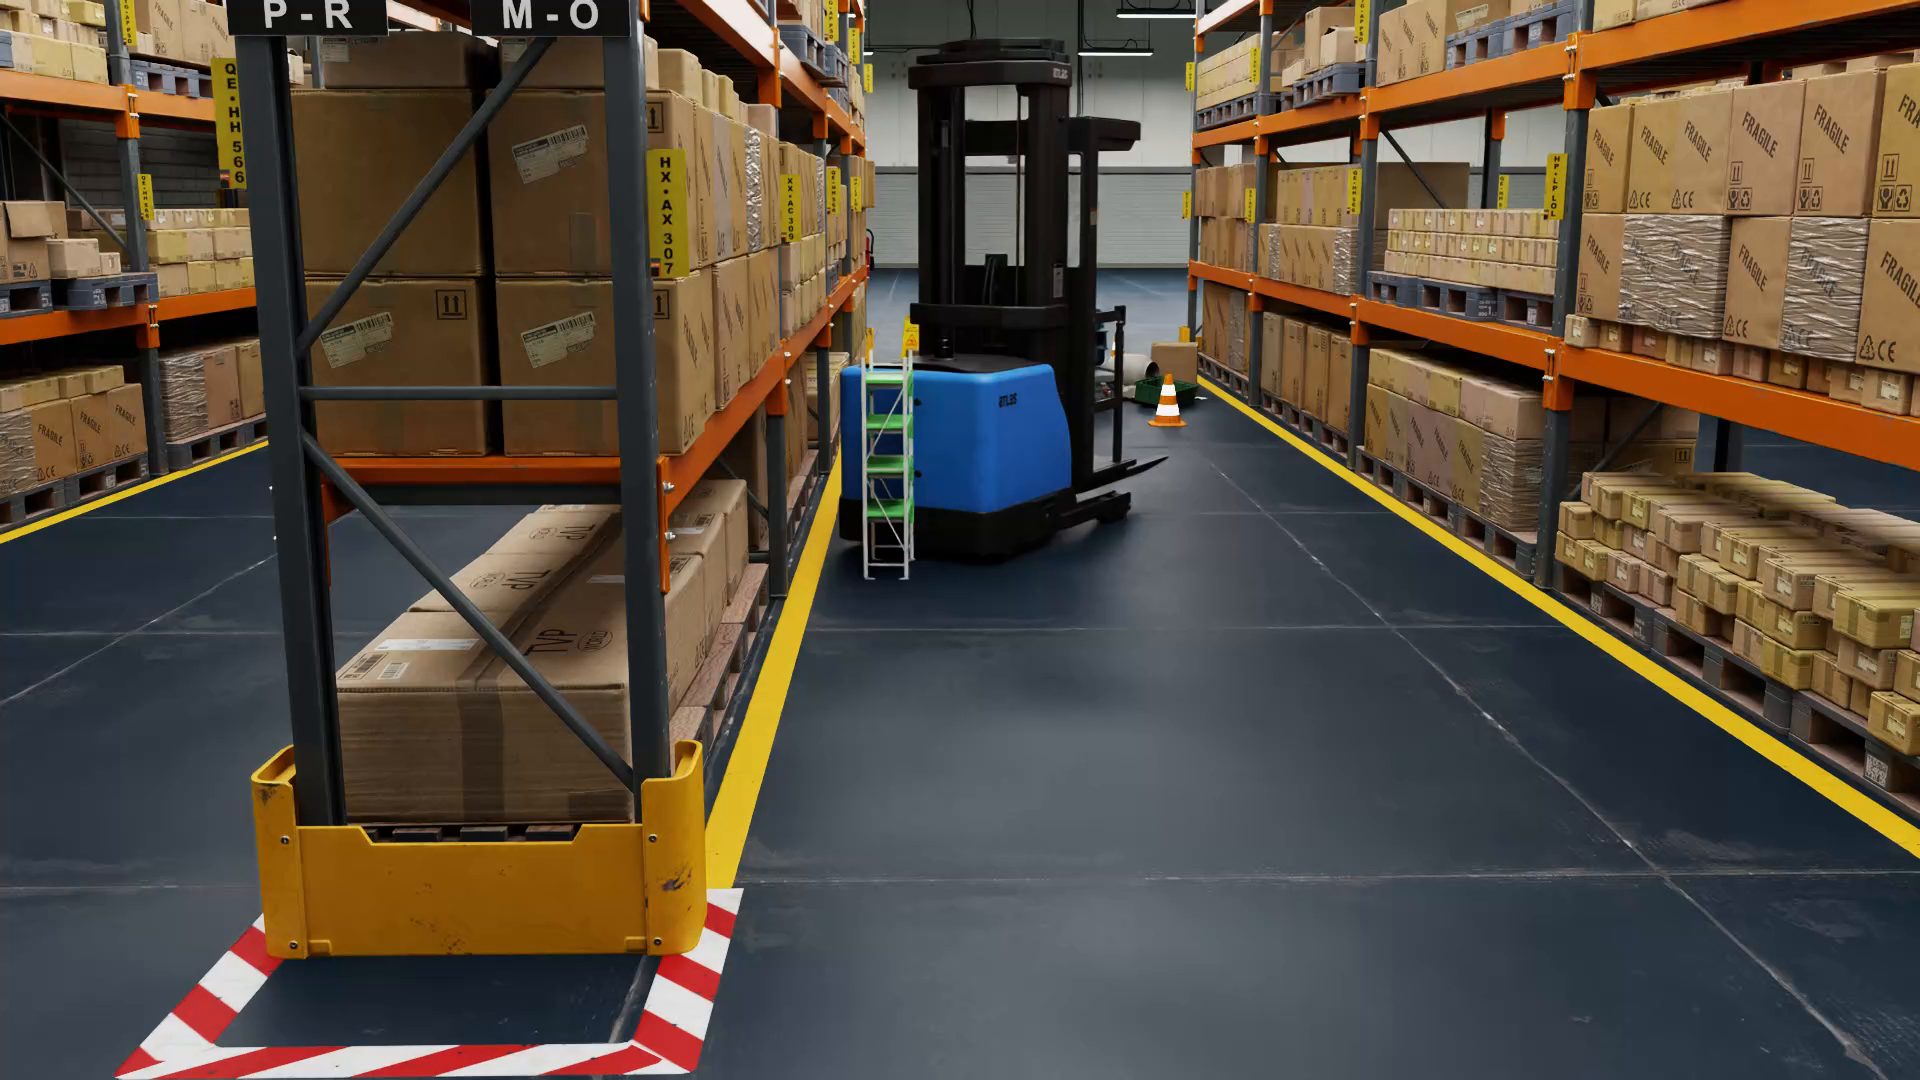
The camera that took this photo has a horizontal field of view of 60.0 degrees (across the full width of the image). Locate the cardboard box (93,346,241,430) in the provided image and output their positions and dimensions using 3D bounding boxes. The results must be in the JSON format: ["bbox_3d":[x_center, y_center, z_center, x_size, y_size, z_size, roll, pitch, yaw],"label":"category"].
[{"bbox_3d":[-6.459,-1.245,13.570,0.875,0.625,0.625,0,11,1],"label":"cardboard box"}]

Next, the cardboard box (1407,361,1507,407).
[{"bbox_3d":[3.252,-1.022,10.897,0.500,0.250,0.500,0,11,-1],"label":"cardboard box"}]

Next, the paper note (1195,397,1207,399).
[{"bbox_3d":[2.470,-1.481,17.283,0.147,0.020,0.142,-10,15,-40],"label":"paper note"}]

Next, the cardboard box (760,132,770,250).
[{"bbox_3d":[-1.105,-1.521,7.246,0.500,0.500,0.500,0,11,-2],"label":"cardboard box"}]

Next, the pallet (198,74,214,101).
[{"bbox_3d":[-6.568,-3.684,13.604,1.003,0.211,1.213,0,11,1],"label":"pallet"}]

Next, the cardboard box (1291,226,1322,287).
[{"bbox_3d":[3.160,-2.449,14.334,0.500,0.500,0.500,0,11,0],"label":"cardboard box"}]

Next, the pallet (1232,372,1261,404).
[{"bbox_3d":[3.451,-1.591,17.371,1.003,0.211,1.213,0,11,-1],"label":"pallet"}]

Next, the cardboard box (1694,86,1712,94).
[{"bbox_3d":[8.022,-4.724,17.629,0.380,0.149,0.250,0,11,2],"label":"cardboard box"}]

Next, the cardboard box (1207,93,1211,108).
[{"bbox_3d":[3.009,-4.983,18.855,0.380,0.149,0.250,0,11,-1],"label":"cardboard box"}]

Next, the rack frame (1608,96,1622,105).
[{"bbox_3d":[8.267,-6.542,19.671,1.000,3.000,0.127,0,11,-1],"label":"rack frame"}]

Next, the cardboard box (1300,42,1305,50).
[{"bbox_3d":[3.704,-5.024,17.053,0.380,0.149,0.250,0,11,-2],"label":"cardboard box"}]

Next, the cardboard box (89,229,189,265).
[{"bbox_3d":[-6.178,-2.210,12.530,0.500,0.250,0.500,0,11,-1],"label":"cardboard box"}]

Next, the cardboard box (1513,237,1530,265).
[{"bbox_3d":[3.340,-1.624,9.349,0.380,0.149,0.250,0,11,1],"label":"cardboard box"}]

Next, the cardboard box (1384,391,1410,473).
[{"bbox_3d":[3.245,-0.750,11.444,0.500,0.500,0.500,0,11,0],"label":"cardboard box"}]

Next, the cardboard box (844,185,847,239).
[{"bbox_3d":[-1.319,-3.076,15.619,0.500,0.500,0.500,0,11,-2],"label":"cardboard box"}]

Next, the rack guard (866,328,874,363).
[{"bbox_3d":[-1.639,-2.321,20.241,1.175,0.500,0.348,0,11,-1],"label":"rack guard"}]

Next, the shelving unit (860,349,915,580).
[{"bbox_3d":[-0.392,-0.422,9.121,0.258,1.200,0.503,0,11,2],"label":"shelving unit"}]

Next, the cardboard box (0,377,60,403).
[{"bbox_3d":[-6.217,-0.992,11.002,0.380,0.149,0.250,0,11,1],"label":"cardboard box"}]

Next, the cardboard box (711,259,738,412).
[{"bbox_3d":[-1.064,-0.728,5.850,0.500,0.500,0.500,0,11,-1],"label":"cardboard box"}]

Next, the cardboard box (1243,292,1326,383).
[{"bbox_3d":[3.446,-2.096,17.134,0.875,0.875,0.875,0,11,0],"label":"cardboard box"}]

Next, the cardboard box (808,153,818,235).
[{"bbox_3d":[-1.181,-2.207,10.629,0.500,0.500,0.500,0,11,-1],"label":"cardboard box"}]

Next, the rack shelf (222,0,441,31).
[{"bbox_3d":[-6.562,-5.534,17.518,1.077,0.370,4.000,0,11,-1],"label":"rack shelf"}]

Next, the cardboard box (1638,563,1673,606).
[{"bbox_3d":[3.358,0.201,7.636,0.380,0.149,0.250,0,11,-2],"label":"cardboard box"}]

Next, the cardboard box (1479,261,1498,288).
[{"bbox_3d":[3.322,-1.583,9.894,0.380,0.149,0.250,-1,11,-4],"label":"cardboard box"}]

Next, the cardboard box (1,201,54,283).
[{"bbox_3d":[-6.219,-1.882,10.477,0.797,0.503,0.637,-1,11,-2],"label":"cardboard box"}]

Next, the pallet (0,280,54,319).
[{"bbox_3d":[-6.393,-1.469,10.238,1.003,0.211,1.213,0,11,-1],"label":"pallet"}]

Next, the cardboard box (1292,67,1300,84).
[{"bbox_3d":[3.162,-4.201,15.001,0.250,0.149,0.380,0,11,-1],"label":"cardboard box"}]

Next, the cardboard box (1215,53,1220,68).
[{"bbox_3d":[3.020,-5.274,18.283,0.380,0.149,0.250,0,11,-2],"label":"cardboard box"}]

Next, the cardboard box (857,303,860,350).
[{"bbox_3d":[-1.323,-2.216,17.413,0.500,0.500,0.500,0,11,1],"label":"cardboard box"}]

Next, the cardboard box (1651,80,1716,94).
[{"bbox_3d":[8.028,-5.215,18.420,0.500,0.500,0.500,0,11,-1],"label":"cardboard box"}]

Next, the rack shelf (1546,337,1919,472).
[{"bbox_3d":[3.595,-0.466,6.620,1.077,0.370,4.000,0,11,-1],"label":"rack shelf"}]

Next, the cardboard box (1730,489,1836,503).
[{"bbox_3d":[3.879,-0.146,7.854,0.380,0.149,0.250,0,11,-2],"label":"cardboard box"}]

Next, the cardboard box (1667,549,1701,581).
[{"bbox_3d":[3.363,0.110,7.340,0.380,0.149,0.250,0,11,1],"label":"cardboard box"}]

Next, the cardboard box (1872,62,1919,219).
[{"bbox_3d":[3.368,-1.296,5.390,0.500,0.500,0.500,-1,11,-3],"label":"cardboard box"}]

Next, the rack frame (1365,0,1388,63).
[{"bbox_3d":[3.471,-4.951,11.831,1.000,3.000,0.127,0,11,-1],"label":"rack frame"}]

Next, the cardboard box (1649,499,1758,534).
[{"bbox_3d":[3.383,-0.090,7.576,0.380,0.149,0.250,-1,11,-3],"label":"cardboard box"}]

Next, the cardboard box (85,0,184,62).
[{"bbox_3d":[-6.209,-3.868,12.479,0.500,0.500,0.500,0,11,-1],"label":"cardboard box"}]

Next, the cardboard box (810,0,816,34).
[{"bbox_3d":[-1.149,-3.346,10.158,0.500,0.500,0.500,0,11,-1],"label":"cardboard box"}]

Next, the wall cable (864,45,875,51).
[{"bbox_3d":[-4.144,-13.857,50.835,3.097,2.526,0.112,0,11,-1],"label":"wall cable"}]

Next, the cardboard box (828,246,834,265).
[{"bbox_3d":[-1.213,-2.284,13.351,0.380,0.149,0.250,0,11,-1],"label":"cardboard box"}]

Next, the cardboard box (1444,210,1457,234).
[{"bbox_3d":[3.316,-2.031,10.607,0.380,0.149,0.250,0,11,1],"label":"cardboard box"}]

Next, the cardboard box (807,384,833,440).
[{"bbox_3d":[-1.477,-1.001,13.002,0.950,0.372,0.625,-1,12,-5],"label":"cardboard box"}]

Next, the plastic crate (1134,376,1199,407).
[{"bbox_3d":[2.075,-1.486,16.765,0.450,0.188,0.662,17,18,26],"label":"plastic crate"}]

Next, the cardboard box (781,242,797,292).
[{"bbox_3d":[-1.120,-1.436,8.711,0.500,0.250,0.500,-1,11,-3],"label":"cardboard box"}]

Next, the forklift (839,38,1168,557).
[{"bbox_3d":[0.453,-1.588,10.513,1.130,2.935,3.031,6,13,29],"label":"forklift"}]

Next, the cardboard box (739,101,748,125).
[{"bbox_3d":[-1.171,-1.920,7.579,0.380,0.149,0.250,0,11,0],"label":"cardboard box"}]

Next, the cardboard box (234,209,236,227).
[{"bbox_3d":[-6.289,-2.689,13.885,0.380,0.149,0.250,0,11,-1],"label":"cardboard box"}]

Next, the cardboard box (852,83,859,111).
[{"bbox_3d":[-1.311,-4.599,17.268,0.500,0.250,0.500,0,11,-1],"label":"cardboard box"}]

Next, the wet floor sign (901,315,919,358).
[{"bbox_3d":[-0.575,-2.449,20.509,0.267,0.644,0.232,4,12,18],"label":"wet floor sign"}]

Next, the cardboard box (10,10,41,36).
[{"bbox_3d":[-6.176,-3.319,10.704,0.380,0.149,0.250,0,11,-1],"label":"cardboard box"}]

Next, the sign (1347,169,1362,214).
[{"bbox_3d":[2.917,-2.576,12.298,0.100,0.325,0.005,0,11,-1],"label":"sign"}]

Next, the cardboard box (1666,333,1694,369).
[{"bbox_3d":[3.310,-0.827,7.223,0.380,0.149,0.250,0,11,0],"label":"cardboard box"}]

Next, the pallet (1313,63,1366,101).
[{"bbox_3d":[3.405,-3.516,12.778,1.213,0.211,1.003,0,11,1],"label":"pallet"}]
